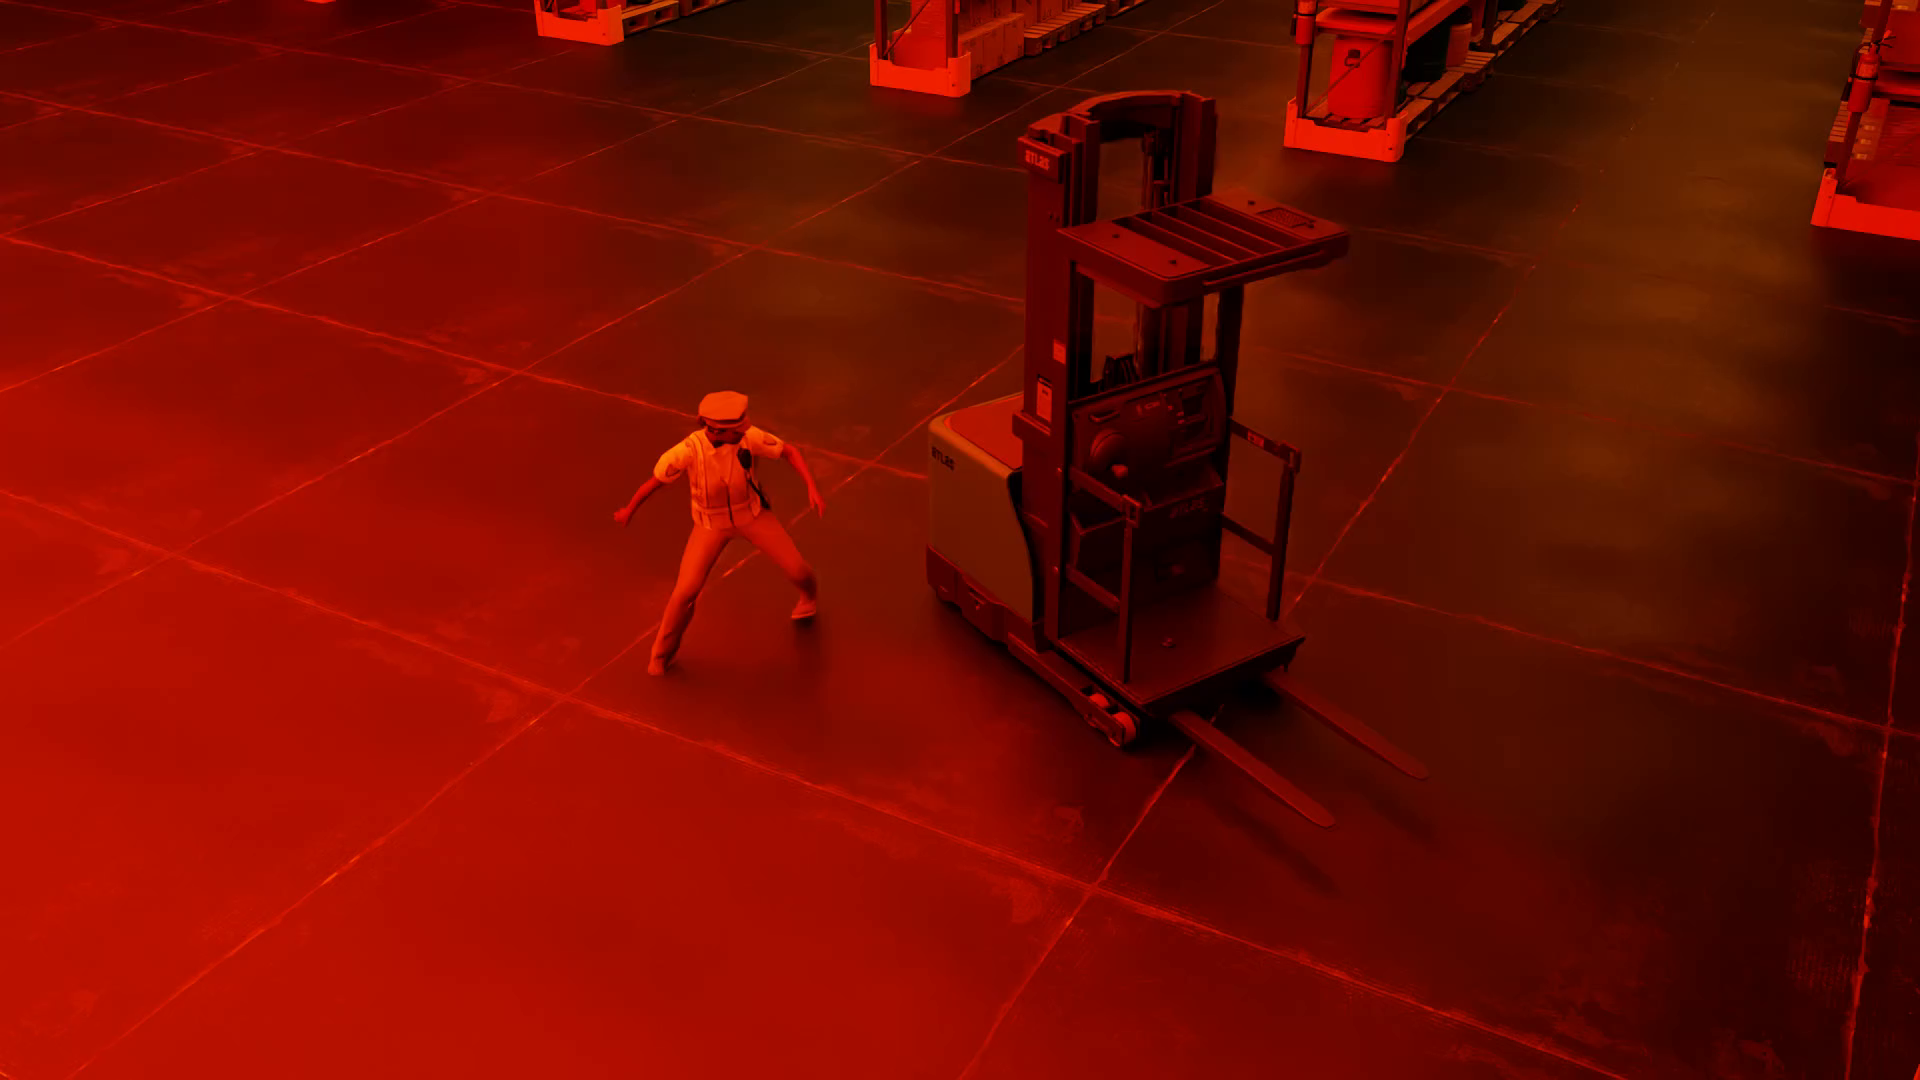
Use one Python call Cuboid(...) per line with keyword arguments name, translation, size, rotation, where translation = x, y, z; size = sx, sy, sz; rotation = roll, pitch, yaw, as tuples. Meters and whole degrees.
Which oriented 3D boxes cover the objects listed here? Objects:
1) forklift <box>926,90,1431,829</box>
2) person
Cuboid(name="forklift", translation=(1.051, -0.522, 7.975), size=(1.130, 2.935, 3.031), rotation=(-19, 35, -29))
Cuboid(name="person", translation=(-1.245, -0.043, 8.674), size=(1.065, 1.603, 0.506), rotation=(-8, 31, -13))
